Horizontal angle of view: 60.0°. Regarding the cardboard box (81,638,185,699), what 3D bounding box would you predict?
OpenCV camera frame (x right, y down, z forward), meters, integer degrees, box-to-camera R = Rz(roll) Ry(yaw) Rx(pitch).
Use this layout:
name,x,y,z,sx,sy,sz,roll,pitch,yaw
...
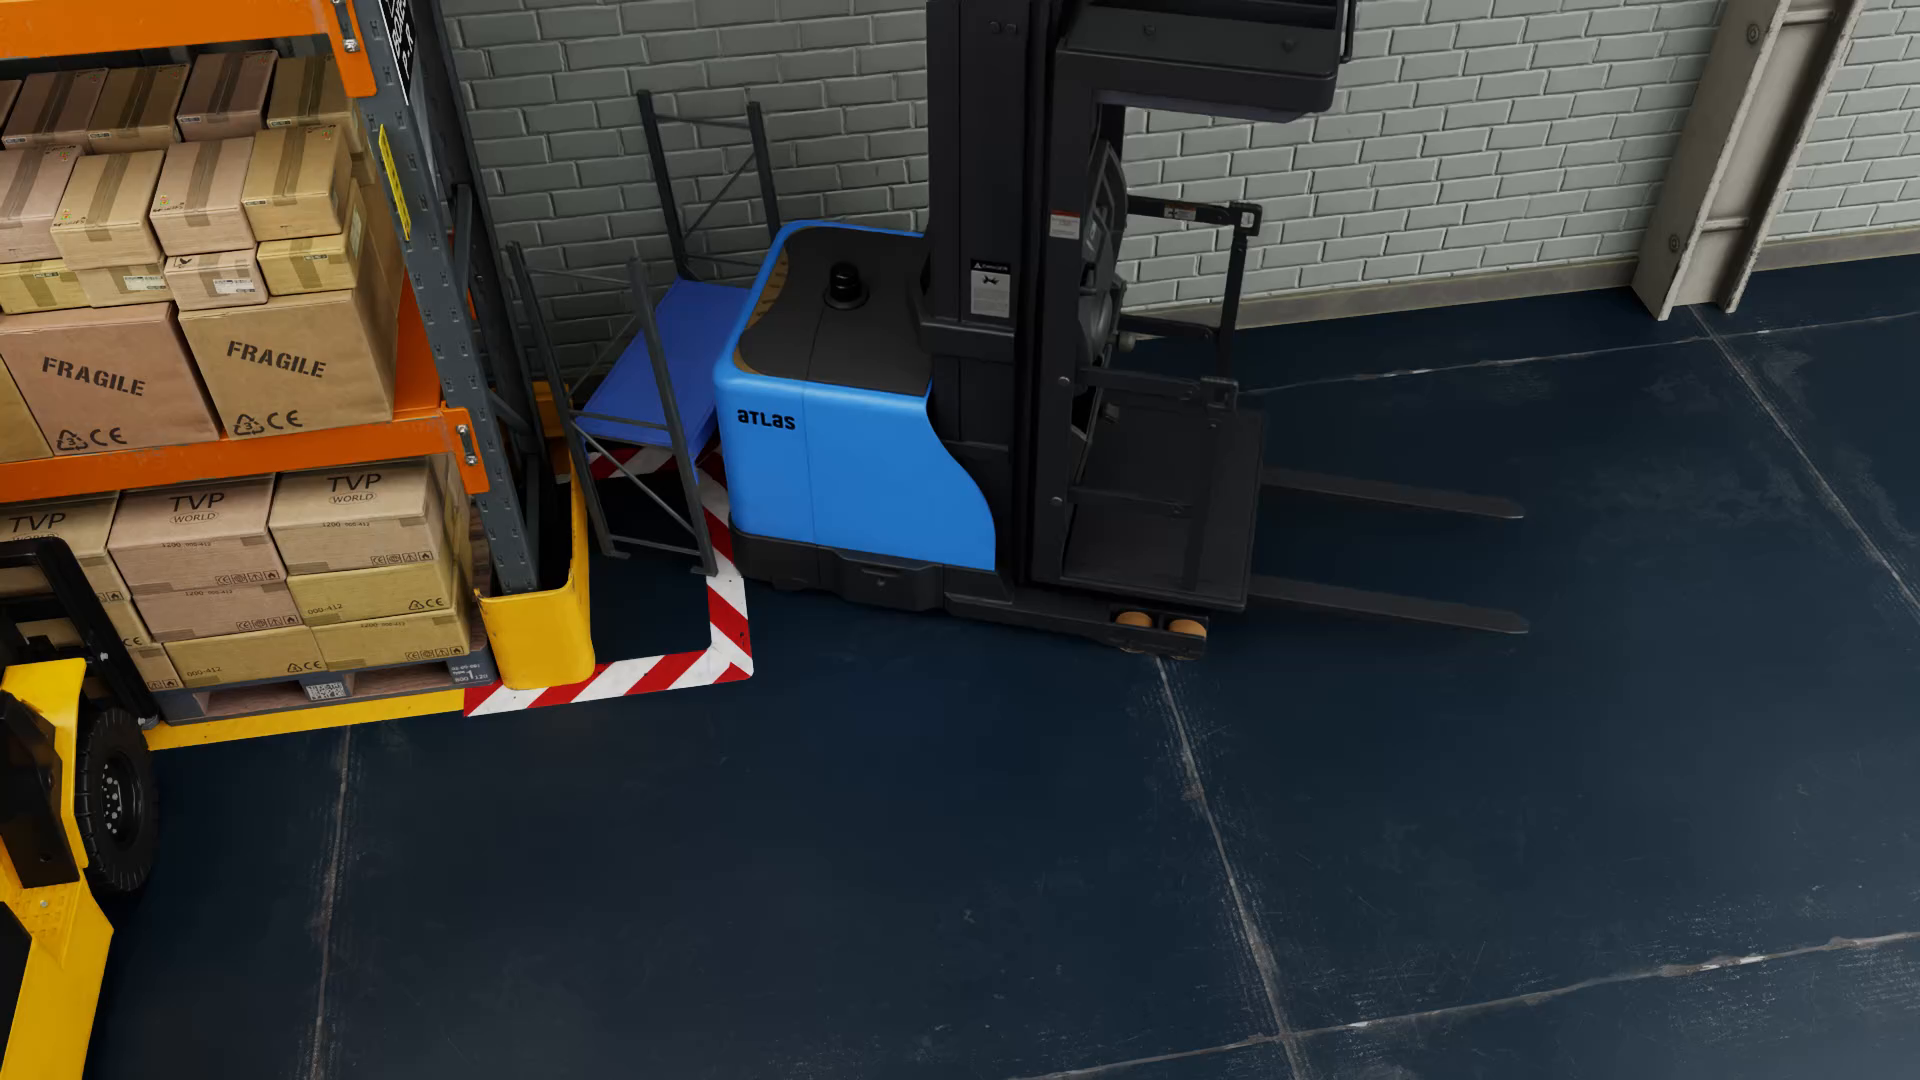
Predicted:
name,x,y,z,sx,sy,sz,roll,pitch,yaw
cardboard box,-3.057,0.296,6.000,0.500,0.250,0.500,-7,46,-6

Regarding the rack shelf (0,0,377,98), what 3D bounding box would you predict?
name,x,y,z,sx,sy,sz,roll,pitch,yaw
rack shelf,-3.633,-1.449,4.480,4.000,0.370,1.077,-7,46,-7

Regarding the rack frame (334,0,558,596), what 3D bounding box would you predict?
name,x,y,z,sx,sy,sz,roll,pitch,yaw
rack frame,-1.662,-0.904,5.538,0.127,3.000,1.000,-7,46,-7

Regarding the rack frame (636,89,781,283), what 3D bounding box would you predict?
name,x,y,z,sx,sy,sz,roll,pitch,yaw
rack frame,-0.935,-1.134,6.782,0.500,1.500,0.032,10,47,16

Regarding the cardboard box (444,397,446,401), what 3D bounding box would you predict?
name,x,y,z,sx,sy,sz,roll,pitch,yaw
cardboard box,-2.168,-0.518,6.089,0.500,0.250,0.500,-8,47,-7

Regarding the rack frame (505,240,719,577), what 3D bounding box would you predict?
name,x,y,z,sx,sy,sz,roll,pitch,yaw
rack frame,-1.250,-0.438,6.111,0.500,1.500,0.032,10,47,16

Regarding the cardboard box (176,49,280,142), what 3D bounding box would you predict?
name,x,y,z,sx,sy,sz,roll,pitch,yaw
cardboard box,-2.302,-1.389,5.279,0.250,0.149,0.380,-6,46,-5

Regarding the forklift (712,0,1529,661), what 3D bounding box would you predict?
name,x,y,z,sx,sy,sz,roll,pitch,yaw
forklift,0.676,-0.979,5.658,3.031,2.935,1.130,8,47,8

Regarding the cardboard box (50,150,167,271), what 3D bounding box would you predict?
name,x,y,z,sx,sy,sz,roll,pitch,yaw
cardboard box,-2.470,-0.969,4.875,0.250,0.149,0.380,-6,46,-6

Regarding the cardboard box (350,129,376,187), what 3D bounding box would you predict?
name,x,y,z,sx,sy,sz,roll,pitch,yaw
cardboard box,-2.041,-1.306,5.405,0.250,0.149,0.380,-8,47,-8

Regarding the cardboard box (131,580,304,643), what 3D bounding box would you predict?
name,x,y,z,sx,sy,sz,roll,pitch,yaw
cardboard box,-2.584,0.067,5.873,0.500,0.250,0.500,-8,47,-7

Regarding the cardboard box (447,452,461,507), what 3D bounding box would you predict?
name,x,y,z,sx,sy,sz,roll,pitch,yaw
cardboard box,-2.161,-0.358,6.283,0.500,0.250,0.500,-6,46,-6

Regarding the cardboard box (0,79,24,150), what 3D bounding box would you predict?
name,x,y,z,sx,sy,sz,roll,pitch,yaw
cardboard box,-3.053,-1.256,5.151,0.250,0.149,0.380,-6,46,-6

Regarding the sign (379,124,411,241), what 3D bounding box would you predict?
name,x,y,z,sx,sy,sz,roll,pitch,yaw
sign,-1.583,-1.001,4.663,0.005,0.325,0.100,-7,46,-7

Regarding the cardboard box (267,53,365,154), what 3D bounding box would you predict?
name,x,y,z,sx,sy,sz,roll,pitch,yaw
cardboard box,-2.030,-1.377,5.267,0.250,0.149,0.380,-8,47,-8

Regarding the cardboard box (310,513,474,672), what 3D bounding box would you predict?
name,x,y,z,sx,sy,sz,roll,pitch,yaw
cardboard box,-2.071,0.187,6.105,0.500,0.250,0.500,-7,46,-7

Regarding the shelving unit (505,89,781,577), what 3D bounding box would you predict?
name,x,y,z,sx,sy,sz,roll,pitch,yaw
shelving unit,-1.093,-0.786,6.446,0.538,1.500,1.048,10,47,16

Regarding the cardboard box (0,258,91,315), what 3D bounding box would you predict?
name,x,y,z,sx,sy,sz,roll,pitch,yaw
cardboard box,-2.715,-0.859,4.975,0.250,0.149,0.380,-7,47,-7

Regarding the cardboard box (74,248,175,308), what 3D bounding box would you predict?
name,x,y,z,sx,sy,sz,roll,pitch,yaw
cardboard box,-2.469,-0.881,4.996,0.250,0.149,0.380,-6,46,-6

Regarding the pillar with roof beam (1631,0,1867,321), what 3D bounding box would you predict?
name,x,y,z,sx,sy,sz,roll,pitch,yaw
pillar with roof beam,4.144,-1.221,1.678,0.400,9.000,9.100,-7,46,-7

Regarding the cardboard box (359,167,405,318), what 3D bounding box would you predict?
name,x,y,z,sx,sy,sz,roll,pitch,yaw
cardboard box,-2.198,-1.075,5.633,0.500,0.500,0.500,-6,46,-5

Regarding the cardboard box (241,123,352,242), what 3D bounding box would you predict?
name,x,y,z,sx,sy,sz,roll,pitch,yaw
cardboard box,-1.979,-1.073,4.975,0.250,0.149,0.380,-7,46,-7

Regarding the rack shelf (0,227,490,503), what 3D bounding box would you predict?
name,x,y,z,sx,sy,sz,roll,pitch,yaw
rack shelf,-3.633,-0.408,5.560,4.000,0.370,1.077,-7,46,-7

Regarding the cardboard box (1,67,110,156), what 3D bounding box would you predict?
name,x,y,z,sx,sy,sz,roll,pitch,yaw
cardboard box,-2.797,-1.306,5.199,0.250,0.149,0.380,-7,46,-7

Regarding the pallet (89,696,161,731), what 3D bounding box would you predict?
name,x,y,z,sx,sy,sz,roll,pitch,yaw
pallet,-3.608,0.335,6.281,1.213,0.211,1.003,-7,46,-7

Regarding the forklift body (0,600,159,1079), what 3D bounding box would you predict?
name,x,y,z,sx,sy,sz,roll,pitch,yaw
forklift body,-3.220,0.918,4.372,1.214,2.155,2.313,-7,46,-7

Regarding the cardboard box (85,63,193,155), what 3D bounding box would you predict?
name,x,y,z,sx,sy,sz,roll,pitch,yaw
cardboard box,-2.551,-1.326,5.218,0.250,0.149,0.380,-6,46,-6

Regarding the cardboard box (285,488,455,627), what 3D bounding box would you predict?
name,x,y,z,sx,sy,sz,roll,pitch,yaw
cardboard box,-2.088,0.013,5.925,0.500,0.250,0.500,-8,47,-7

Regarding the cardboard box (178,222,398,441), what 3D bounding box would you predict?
name,x,y,z,sx,sy,sz,roll,pitch,yaw
cardboard box,-2.102,-0.692,5.264,0.500,0.500,0.500,-8,47,-8

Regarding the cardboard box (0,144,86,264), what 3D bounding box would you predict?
name,x,y,z,sx,sy,sz,roll,pitch,yaw
cardboard box,-2.728,-0.992,4.896,0.250,0.149,0.380,-7,46,-7

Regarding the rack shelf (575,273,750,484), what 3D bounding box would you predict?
name,x,y,z,sx,sy,sz,roll,pitch,yaw
rack shelf,-1.080,-0.658,6.573,0.538,0.185,1.000,10,47,16

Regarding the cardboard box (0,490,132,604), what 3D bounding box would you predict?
name,x,y,z,sx,sy,sz,roll,pitch,yaw
cardboard box,-3.060,-0.028,5.618,0.500,0.250,0.500,-7,46,-6

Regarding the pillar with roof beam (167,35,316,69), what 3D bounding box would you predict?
name,x,y,z,sx,sy,sz,roll,pitch,yaw
pillar with roof beam,-1.768,-0.484,0.968,0.400,9.000,9.100,-7,46,-7

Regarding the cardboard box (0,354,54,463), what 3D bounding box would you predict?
name,x,y,z,sx,sy,sz,roll,pitch,yaw
cardboard box,-3.120,-0.571,5.148,0.500,0.500,0.500,-8,47,-8

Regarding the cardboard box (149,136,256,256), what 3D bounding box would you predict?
name,x,y,z,sx,sy,sz,roll,pitch,yaw
cardboard box,-2.217,-1.021,4.924,0.250,0.149,0.380,-7,46,-7

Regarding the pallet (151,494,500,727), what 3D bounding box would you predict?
name,x,y,z,sx,sy,sz,roll,pitch,yaw
pallet,-2.409,0.187,6.423,1.213,0.211,1.003,-7,46,-7

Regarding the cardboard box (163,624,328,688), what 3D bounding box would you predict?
name,x,y,z,sx,sy,sz,roll,pitch,yaw
cardboard box,-2.563,0.241,6.053,0.500,0.250,0.500,-7,46,-7

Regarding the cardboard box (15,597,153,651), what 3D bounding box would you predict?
name,x,y,z,sx,sy,sz,roll,pitch,yaw
cardboard box,-3.090,0.145,5.798,0.500,0.250,0.500,-8,47,-8

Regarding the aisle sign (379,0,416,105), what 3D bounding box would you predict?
name,x,y,z,sx,sy,sz,roll,pitch,yaw
aisle sign,-1.547,-1.605,4.408,0.004,0.787,0.394,-7,46,-7

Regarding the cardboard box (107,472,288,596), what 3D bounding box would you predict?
name,x,y,z,sx,sy,sz,roll,pitch,yaw
cardboard box,-2.565,-0.097,5.684,0.500,0.250,0.500,-6,46,-6

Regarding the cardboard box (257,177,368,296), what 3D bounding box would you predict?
name,x,y,z,sx,sy,sz,roll,pitch,yaw
cardboard box,-1.956,-0.922,5.036,0.250,0.149,0.380,-6,46,-6

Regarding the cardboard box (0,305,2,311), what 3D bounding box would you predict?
name,x,y,z,sx,sy,sz,roll,pitch,yaw
cardboard box,-2.970,-0.792,4.911,0.250,0.149,0.380,-8,47,-8

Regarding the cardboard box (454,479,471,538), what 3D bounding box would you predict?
name,x,y,z,sx,sy,sz,roll,pitch,yaw
cardboard box,-2.179,-0.174,6.452,0.500,0.250,0.500,-7,46,-7

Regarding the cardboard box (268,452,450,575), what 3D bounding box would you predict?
name,x,y,z,sx,sy,sz,roll,pitch,yaw
cardboard box,-2.063,-0.164,5.749,0.500,0.250,0.500,-6,46,-5

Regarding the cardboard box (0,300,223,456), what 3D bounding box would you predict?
name,x,y,z,sx,sy,sz,roll,pitch,yaw
cardboard box,-2.615,-0.634,5.209,0.500,0.500,0.500,-6,46,-6

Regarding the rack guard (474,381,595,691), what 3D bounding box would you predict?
name,x,y,z,sx,sy,sz,roll,pitch,yaw
rack guard,-1.638,-0.039,6.441,0.348,0.500,1.175,-7,46,-7

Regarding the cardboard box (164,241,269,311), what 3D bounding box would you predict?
name,x,y,z,sx,sy,sz,roll,pitch,yaw
cardboard box,-2.203,-0.870,4.985,0.250,0.149,0.380,-6,46,-6
